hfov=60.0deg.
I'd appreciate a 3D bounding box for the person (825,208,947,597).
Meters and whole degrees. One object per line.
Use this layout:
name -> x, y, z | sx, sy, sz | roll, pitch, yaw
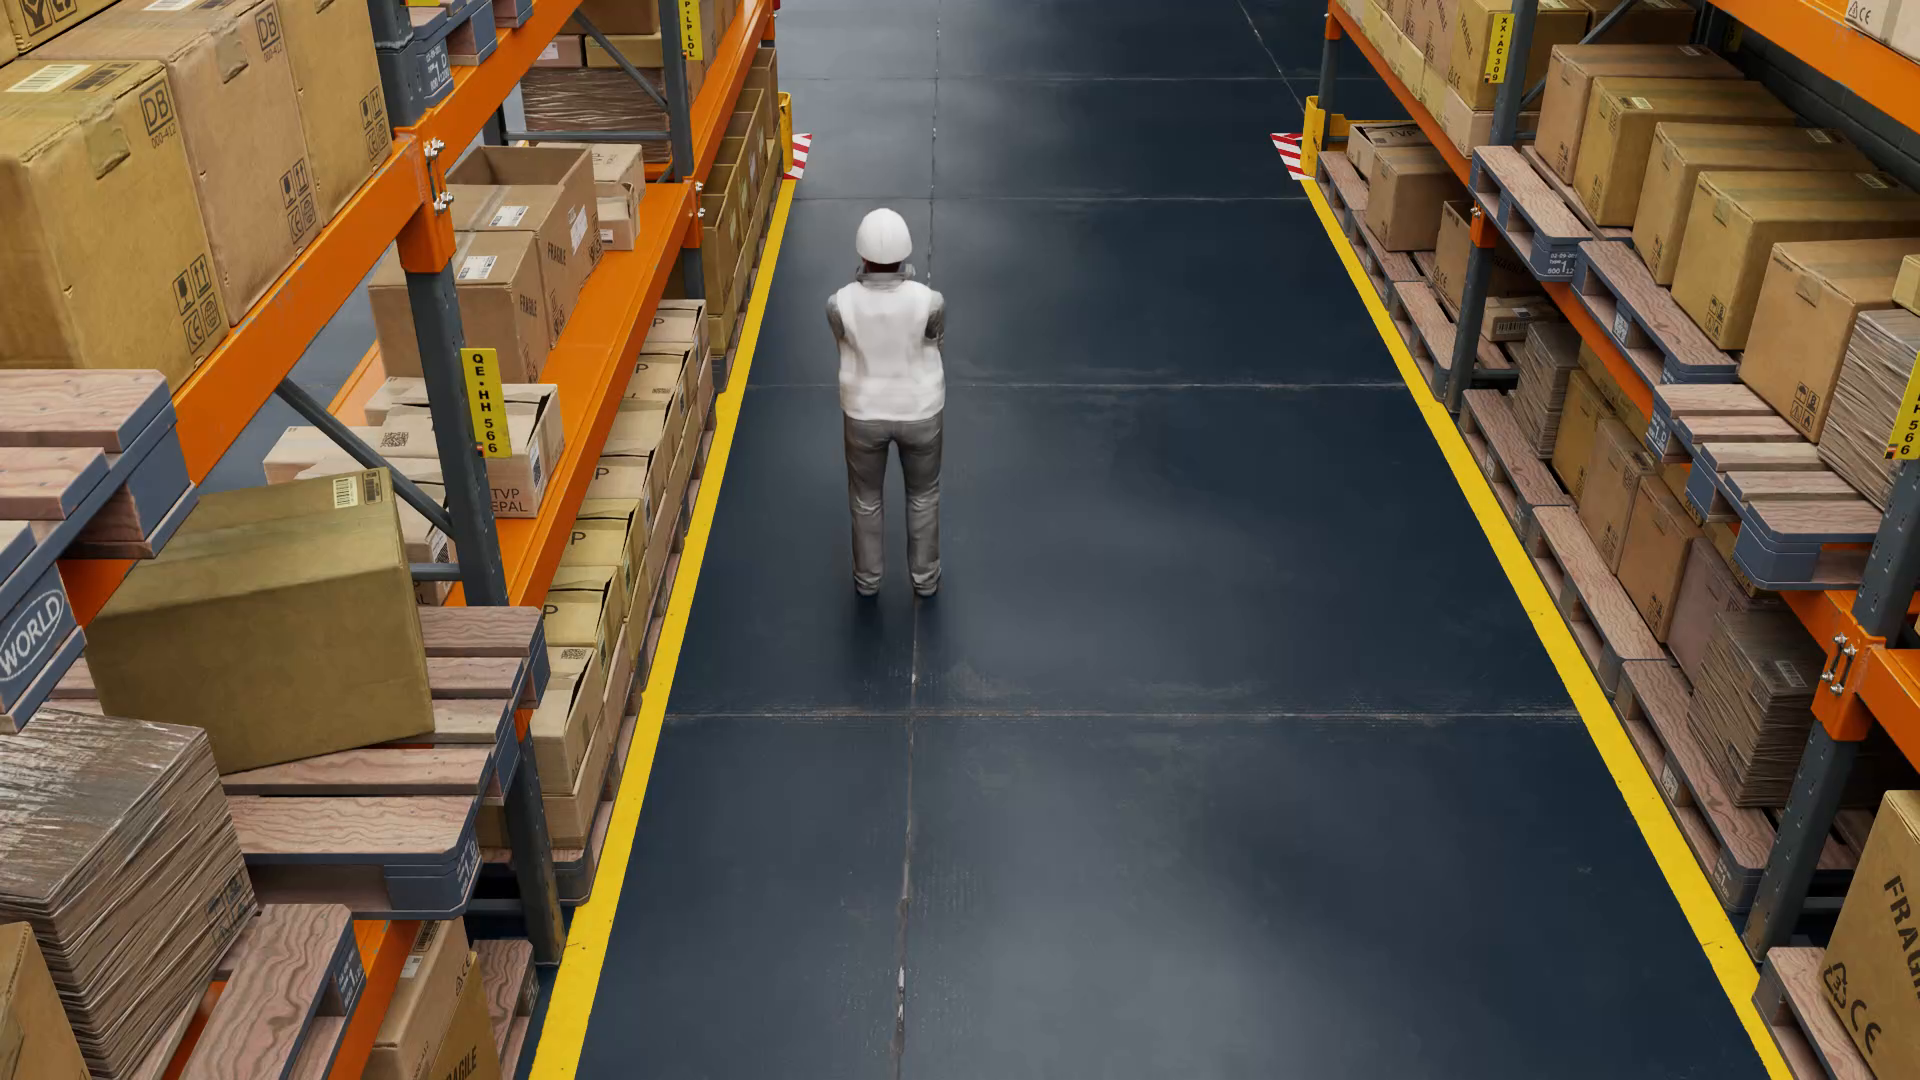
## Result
person -> -0.282, -0.605, 7.108 | 0.455, 1.771, 0.550 | 0, 31, 0
